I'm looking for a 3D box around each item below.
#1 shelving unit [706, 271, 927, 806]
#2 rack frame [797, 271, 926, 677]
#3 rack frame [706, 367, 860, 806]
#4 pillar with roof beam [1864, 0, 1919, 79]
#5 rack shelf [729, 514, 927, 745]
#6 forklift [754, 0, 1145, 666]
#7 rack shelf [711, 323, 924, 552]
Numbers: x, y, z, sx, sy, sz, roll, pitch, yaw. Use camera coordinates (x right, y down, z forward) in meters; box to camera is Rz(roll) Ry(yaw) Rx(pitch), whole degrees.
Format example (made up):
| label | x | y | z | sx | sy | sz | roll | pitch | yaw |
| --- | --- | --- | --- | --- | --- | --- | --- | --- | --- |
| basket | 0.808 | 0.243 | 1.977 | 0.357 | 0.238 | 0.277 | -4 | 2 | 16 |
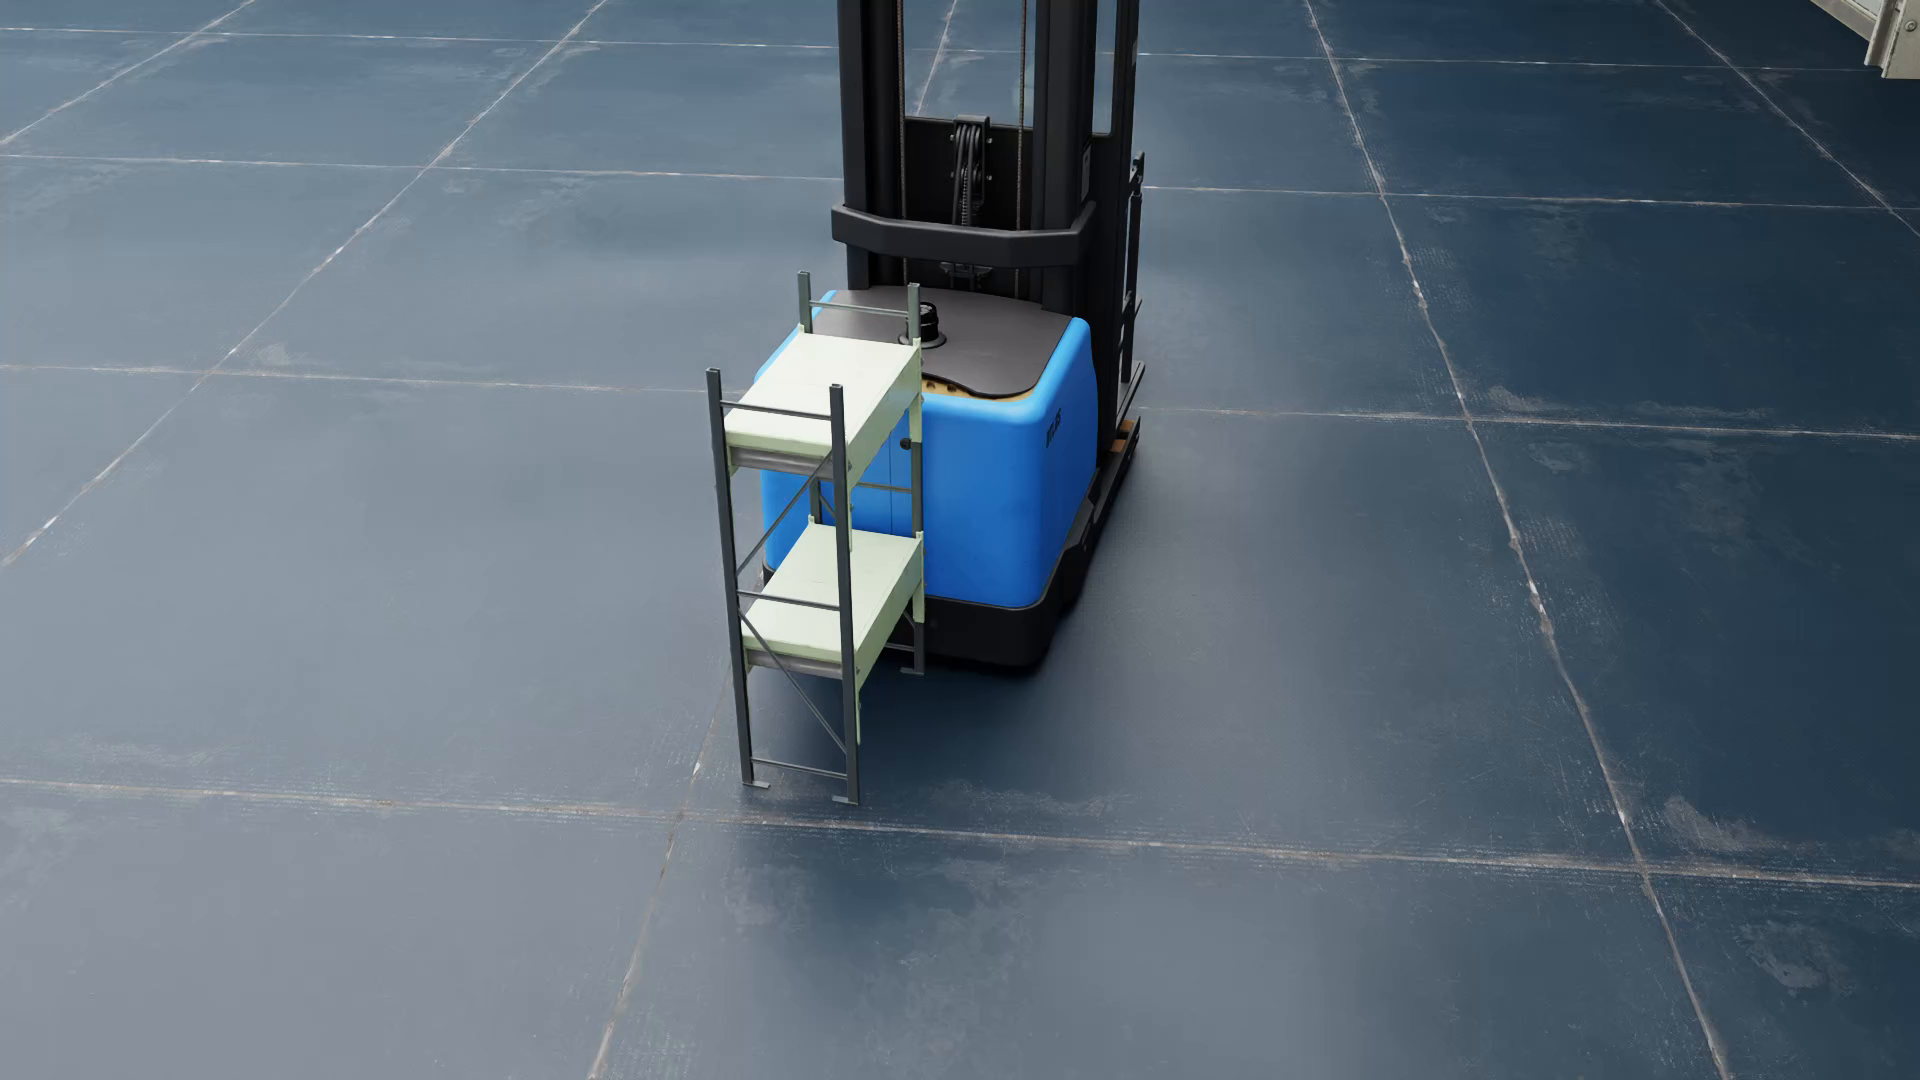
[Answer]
| label | x | y | z | sx | sy | sz | roll | pitch | yaw |
| --- | --- | --- | --- | --- | --- | --- | --- | --- | --- |
| shelving unit | -0.418 | 0.001 | 5.318 | 0.431 | 1.500 | 0.755 | 8 | 33 | 13 |
| rack frame | -0.319 | -0.184 | 5.618 | 0.400 | 1.500 | 0.023 | 8 | 33 | 13 |
| rack frame | -0.518 | 0.186 | 5.018 | 0.400 | 1.500 | 0.023 | 8 | 33 | 13 |
| pillar with roof beam | 2.709 | -7.526 | 10.385 | 9.100 | 9.000 | 0.400 | 2 | 32 | 4 |
| rack shelf | -0.418 | 0.279 | 5.489 | 0.431 | 0.370 | 0.720 | 8 | 33 | 13 |
| forklift | 0.170 | -1.566 | 6.498 | 1.130 | 2.935 | 3.031 | 8 | 33 | 13 |
| rack shelf | -0.418 | -0.331 | 5.114 | 0.431 | 0.370 | 0.720 | 8 | 33 | 13 |
